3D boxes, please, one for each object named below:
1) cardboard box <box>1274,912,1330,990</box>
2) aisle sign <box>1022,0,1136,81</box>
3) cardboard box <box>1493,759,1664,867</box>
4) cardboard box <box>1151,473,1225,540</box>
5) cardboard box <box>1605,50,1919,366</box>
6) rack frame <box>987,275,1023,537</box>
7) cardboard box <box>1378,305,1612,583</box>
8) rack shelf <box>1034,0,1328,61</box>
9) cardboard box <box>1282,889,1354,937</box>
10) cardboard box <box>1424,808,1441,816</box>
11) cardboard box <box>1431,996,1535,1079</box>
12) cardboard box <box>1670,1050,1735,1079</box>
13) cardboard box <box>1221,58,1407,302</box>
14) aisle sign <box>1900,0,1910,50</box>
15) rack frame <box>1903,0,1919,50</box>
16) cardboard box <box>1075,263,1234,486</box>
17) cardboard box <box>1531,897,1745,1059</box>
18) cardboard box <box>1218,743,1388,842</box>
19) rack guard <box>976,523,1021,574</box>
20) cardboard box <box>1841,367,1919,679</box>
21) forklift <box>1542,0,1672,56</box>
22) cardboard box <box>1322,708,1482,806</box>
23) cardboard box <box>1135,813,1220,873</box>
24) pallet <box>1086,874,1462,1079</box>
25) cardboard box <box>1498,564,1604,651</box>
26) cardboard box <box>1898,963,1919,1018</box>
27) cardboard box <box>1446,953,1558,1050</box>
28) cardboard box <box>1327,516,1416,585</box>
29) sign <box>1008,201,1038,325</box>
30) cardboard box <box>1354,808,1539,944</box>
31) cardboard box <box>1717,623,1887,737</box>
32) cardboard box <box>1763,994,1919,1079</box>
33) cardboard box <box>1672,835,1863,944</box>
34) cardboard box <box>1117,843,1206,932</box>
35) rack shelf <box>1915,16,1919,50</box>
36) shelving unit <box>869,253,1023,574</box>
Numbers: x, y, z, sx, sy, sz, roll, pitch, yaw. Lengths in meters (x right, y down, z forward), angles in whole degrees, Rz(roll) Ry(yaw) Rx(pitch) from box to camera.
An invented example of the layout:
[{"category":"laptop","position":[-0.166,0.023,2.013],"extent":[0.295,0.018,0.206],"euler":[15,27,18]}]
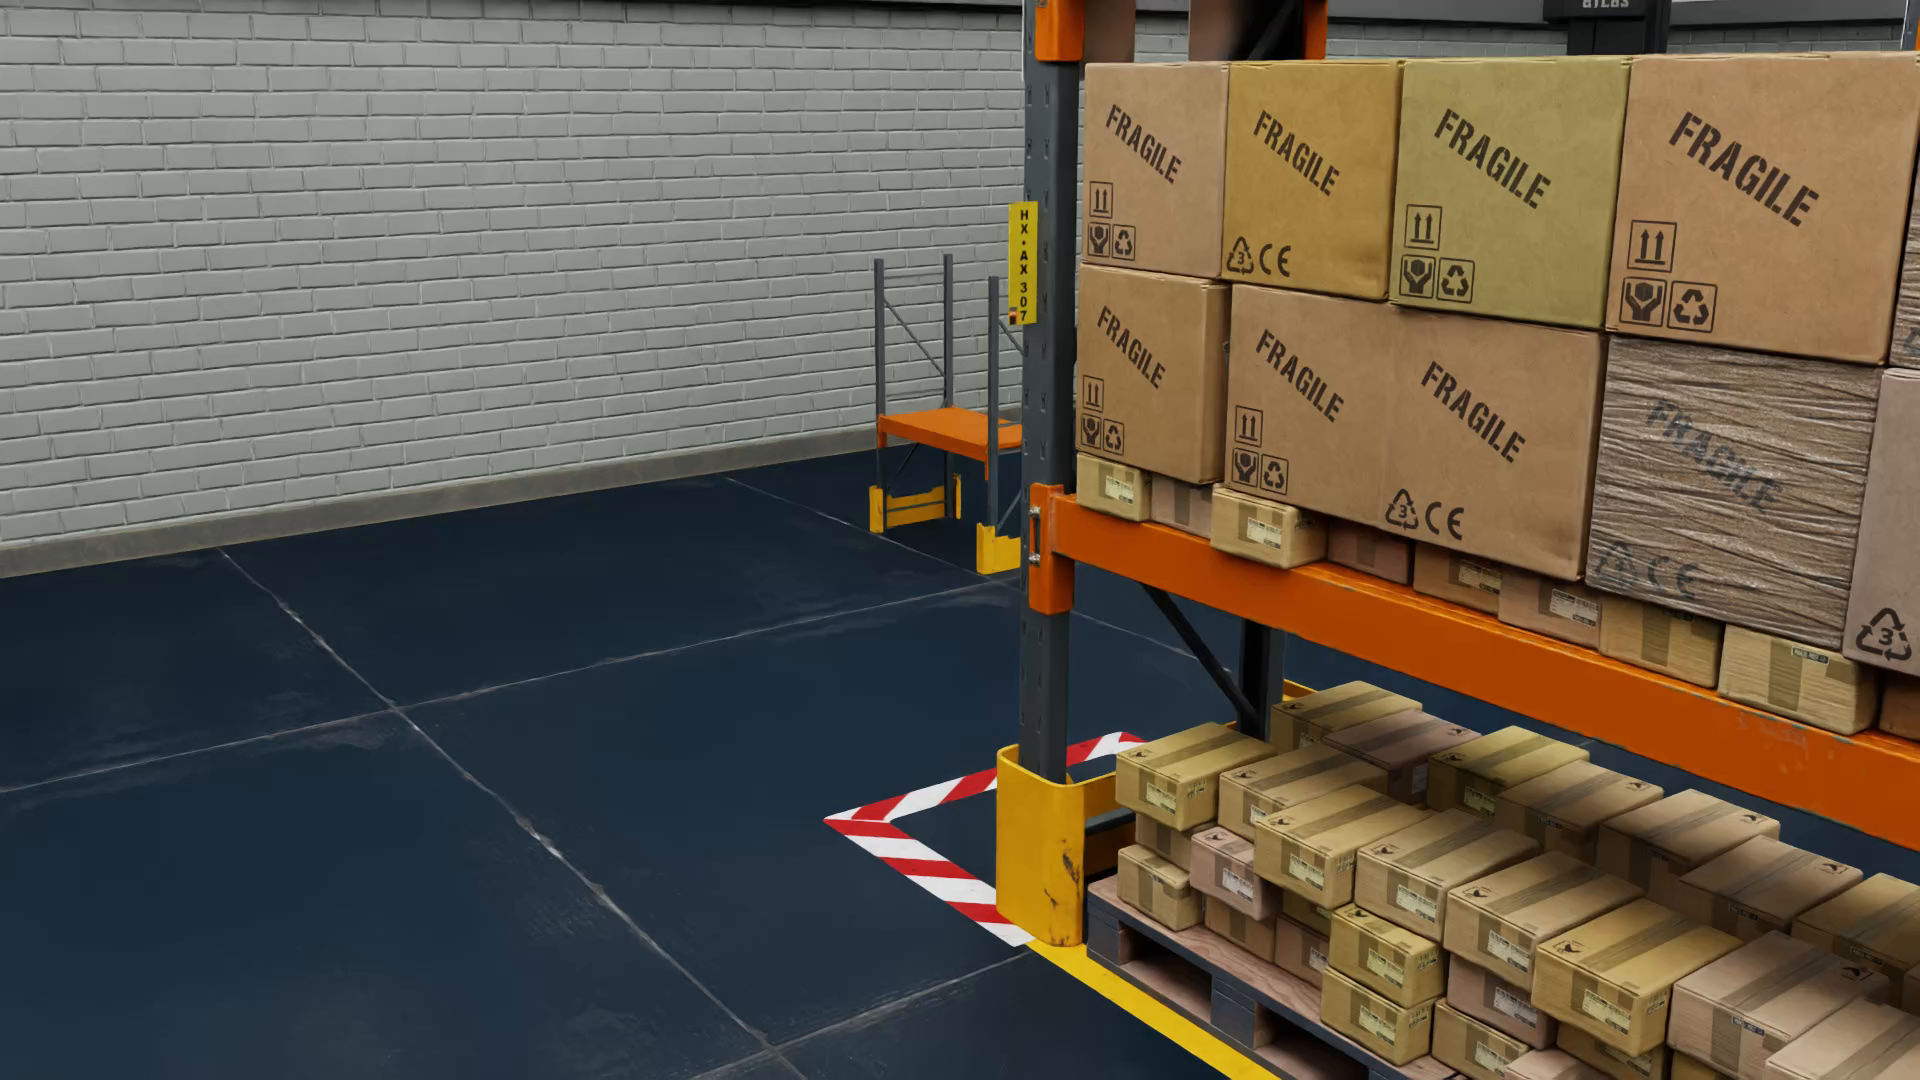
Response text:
[{"category":"cardboard box","position":[1.032,1.019,4.275],"extent":[0.380,0.149,0.250],"euler":[-11,19,-34]},{"category":"aisle sign","position":[0.325,-1.633,4.436],"extent":[0.394,0.787,0.004],"euler":[-11,19,-35]},{"category":"cardboard box","position":[1.585,0.713,4.268],"extent":[0.380,0.149,0.250],"euler":[-12,19,-37]},{"category":"cardboard box","position":[0.719,-0.121,4.311],"extent":[0.380,0.149,0.250],"euler":[-10,18,-33]},{"category":"cardboard box","position":[1.552,-0.617,3.003],"extent":[0.500,0.500,0.500],"euler":[-12,19,-36]},{"category":"rack frame","position":[0.349,-0.597,8.415],"extent":[0.500,1.500,0.032],"euler":[-11,19,-35]},{"category":"cardboard box","position":[1.265,-0.246,3.540],"extent":[0.500,0.500,0.500],"euler":[-11,19,-34]},{"category":"rack shelf","position":[1.787,-1.083,3.030],"extent":[1.077,0.370,4.000],"euler":[-11,19,-35]},{"category":"cardboard box","position":[1.042,0.877,4.233],"extent":[0.380,0.149,0.250],"euler":[-11,19,-34]},{"category":"cardboard box","position":[1.459,0.798,4.519],"extent":[0.380,0.149,0.250],"euler":[-12,19,-37]},{"category":"cardboard box","position":[1.320,1.131,3.868],"extent":[0.380,0.149,0.250],"euler":[-11,19,-34]},{"category":"cardboard box","position":[1.682,1.101,3.413],"extent":[0.380,0.149,0.250],"euler":[-10,18,-32]},{"category":"cardboard box","position":[0.962,-0.840,3.817],"extent":[0.500,0.500,0.500],"euler":[-10,18,-33]},{"category":"aisle sign","position":[4.279,-2.424,7.326],"extent":[0.394,0.787,0.004],"euler":[-11,19,-35]},{"category":"rack frame","position":[4.556,-1.200,7.778],"extent":[1.000,3.000,0.127],"euler":[-11,19,-35]},{"category":"cardboard box","position":[0.651,-0.463,4.332],"extent":[0.500,0.500,0.500],"euler":[-10,18,-32]},{"category":"cardboard box","position":[1.434,0.918,3.517],"extent":[0.380,0.149,0.250],"euler":[-11,19,-34]},{"category":"cardboard box","position":[0.904,0.680,4.386],"extent":[0.380,0.149,0.250],"euler":[-10,18,-34]},{"category":"rack guard","position":[0.338,0.002,8.595],"extent":[0.587,0.250,0.087],"euler":[-11,19,-35]},{"category":"cardboard box","position":[1.854,-0.024,2.730],"extent":[0.500,0.500,0.500],"euler":[-11,19,-35]},{"category":"forklift","position":[3.345,-1.041,7.328],"extent":[3.031,2.935,1.130],"euler":[6,17,22]},{"category":"cardboard box","position":[1.229,0.612,4.636],"extent":[0.380,0.149,0.250],"euler":[-10,18,-33]},{"category":"cardboard box","position":[0.711,0.771,4.619],"extent":[0.380,0.149,0.250],"euler":[-10,18,-32]},{"category":"pallet","position":[1.105,1.130,4.547],"extent":[1.003,0.211,1.213],"euler":[-11,19,-35]},{"category":"cardboard box","position":[1.359,0.098,3.512],"extent":[0.380,0.149,0.250],"euler":[-11,19,-36]},{"category":"cardboard box","position":[2.143,0.945,3.419],"extent":[0.380,0.149,0.250],"euler":[-12,19,-37]},{"category":"cardboard box","position":[1.338,0.990,3.818],"extent":[0.380,0.149,0.250],"euler":[-12,19,-37]},{"category":"cardboard box","position":[1.098,-0.021,3.946],"extent":[0.380,0.149,0.250],"euler":[-10,18,-32]},{"category":"sign","position":[0.172,-0.743,4.470],"extent":[0.100,0.325,0.005],"euler":[-11,19,-35]},{"category":"cardboard box","position":[1.161,0.794,3.970],"extent":[0.380,0.149,0.250],"euler":[-12,19,-37]},{"category":"cardboard box","position":[1.628,0.218,3.073],"extent":[0.380,0.149,0.250],"euler":[-10,18,-33]},{"category":"cardboard box","position":[1.717,1.027,3.119],"extent":[0.380,0.149,0.250],"euler":[-12,19,-36]},{"category":"cardboard box","position":[1.853,0.835,3.822],"extent":[0.380,0.149,0.250],"euler":[-12,19,-36]},{"category":"cardboard box","position":[0.660,0.924,4.622],"extent":[0.380,0.149,0.250],"euler":[-10,18,-33]},{"category":"rack shelf","position":[5.732,-1.873,5.917],"extent":[1.077,0.370,4.000],"euler":[-11,19,-35]},{"category":"shelving unit","position":[0.045,-0.707,8.819],"extent":[0.587,1.500,1.083],"euler":[-11,19,-35]}]
